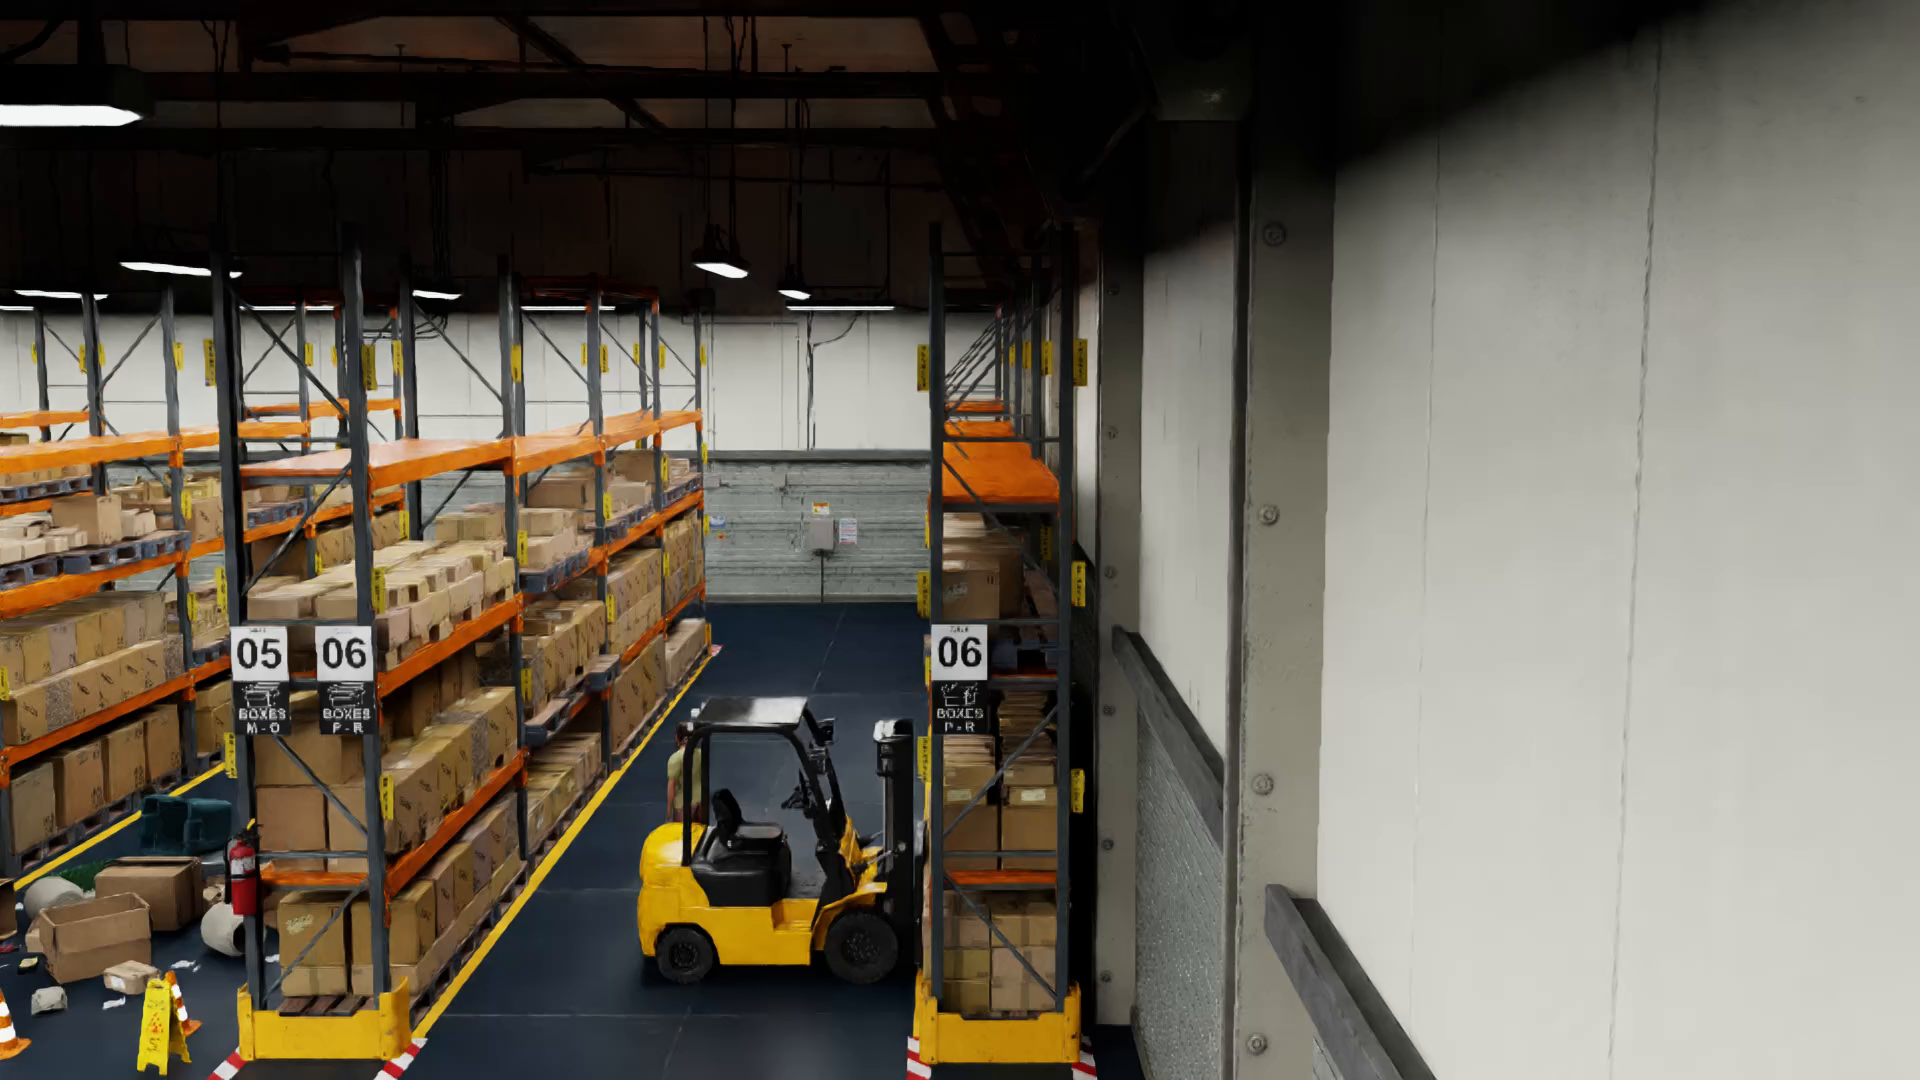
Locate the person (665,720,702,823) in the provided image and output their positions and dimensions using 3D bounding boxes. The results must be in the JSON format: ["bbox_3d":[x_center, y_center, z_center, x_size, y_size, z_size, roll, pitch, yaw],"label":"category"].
[{"bbox_3d":[-2.598,2.505,15.619,0.564,1.666,0.561,4,8,30],"label":"person"}]
